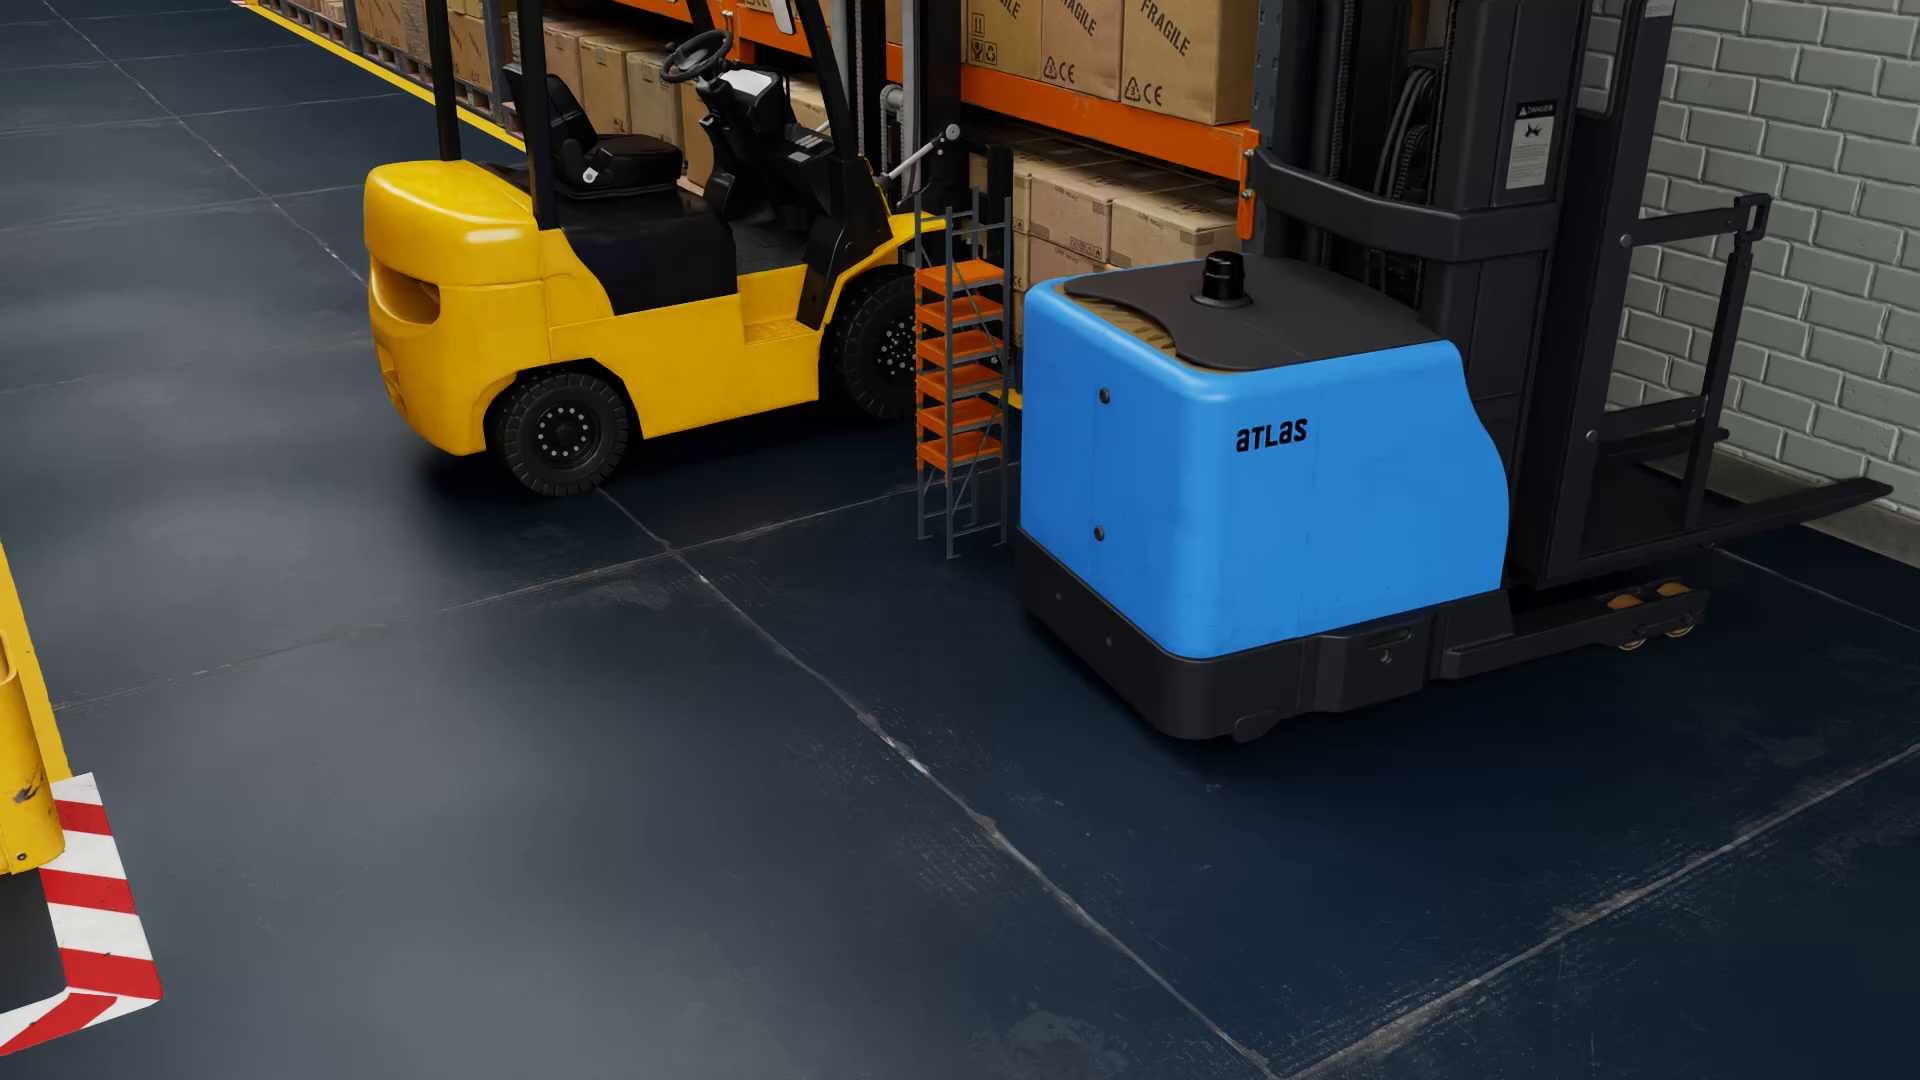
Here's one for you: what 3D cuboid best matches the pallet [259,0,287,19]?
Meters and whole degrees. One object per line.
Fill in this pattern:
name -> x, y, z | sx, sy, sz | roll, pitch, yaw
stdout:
pallet -> -6.837, -5.780, 17.747 | 1.003, 0.211, 1.213 | -16, 29, -30

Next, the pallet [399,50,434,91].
pallet -> -3.985, -3.943, 13.855 | 1.003, 0.211, 1.213 | -16, 29, -30

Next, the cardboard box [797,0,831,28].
cardboard box -> -0.442, -2.705, 7.848 | 0.500, 0.500, 0.500 | -15, 29, -29

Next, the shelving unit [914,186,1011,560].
shelving unit -> 0.008, -0.537, 5.483 | 0.258, 1.200, 0.189 | -16, 29, -30

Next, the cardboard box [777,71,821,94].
cardboard box -> -0.762, -2.214, 8.484 | 0.500, 0.250, 0.500 | -16, 30, -30

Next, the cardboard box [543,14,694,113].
cardboard box -> -2.255, -3.150, 11.199 | 0.875, 0.625, 0.625 | -14, 29, -28

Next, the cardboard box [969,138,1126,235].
cardboard box -> 0.340, -1.481, 6.931 | 0.500, 0.250, 0.500 | -15, 29, -29

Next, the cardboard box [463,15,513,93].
cardboard box -> -3.358, -3.653, 12.410 | 0.500, 0.500, 0.500 | -15, 29, -28

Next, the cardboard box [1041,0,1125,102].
cardboard box -> 0.656, -1.978, 6.310 | 0.500, 0.500, 0.500 | -15, 29, -28

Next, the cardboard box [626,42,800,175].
cardboard box -> -1.475, -2.641, 10.120 | 0.875, 0.625, 0.625 | -16, 30, -30

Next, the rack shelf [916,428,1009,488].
rack shelf -> 0.008, -0.280, 5.604 | 0.258, 0.103, 0.180 | -16, 29, -30

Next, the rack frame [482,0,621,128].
rack frame -> -2.947, -4.492, 11.752 | 1.000, 3.000, 0.127 | -16, 29, -30

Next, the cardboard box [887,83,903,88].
cardboard box -> -0.044, -2.151, 8.351 | 0.500, 0.250, 0.500 | -16, 30, -30

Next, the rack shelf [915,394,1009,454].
rack shelf -> 0.008, -0.389, 5.553 | 0.258, 0.103, 0.180 | -16, 29, -30

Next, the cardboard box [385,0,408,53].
cardboard box -> -4.487, -4.389, 13.970 | 0.500, 0.500, 0.500 | -17, 30, -31

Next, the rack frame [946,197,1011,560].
rack frame -> 0.058, -0.505, 5.414 | 0.240, 1.200, 0.006 | -16, 29, -30

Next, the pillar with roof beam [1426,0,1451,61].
pillar with roof beam -> -1.812, -3.799, 3.257 | 9.100, 9.000, 0.400 | -16, 29, -30

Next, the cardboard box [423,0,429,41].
cardboard box -> -3.910, -4.021, 13.190 | 0.500, 0.500, 0.500 | -14, 29, -27

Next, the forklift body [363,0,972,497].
forklift body -> -1.144, -1.500, 6.408 | 2.313, 2.155, 1.214 | -16, 29, -30

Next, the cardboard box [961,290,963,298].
cardboard box -> 0.067, -1.213, 7.535 | 0.500, 0.250, 0.500 | -15, 29, -28

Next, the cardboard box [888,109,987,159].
cardboard box -> -0.210, -1.853, 7.720 | 0.500, 0.250, 0.500 | -14, 29, -28

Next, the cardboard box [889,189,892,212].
cardboard box -> -0.217, -1.627, 7.826 | 0.500, 0.250, 0.500 | -16, 30, -30

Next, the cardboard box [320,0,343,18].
cardboard box -> -5.876, -5.135, 15.824 | 0.396, 0.266, 0.258 | -14, 29, -28

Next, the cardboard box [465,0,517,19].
cardboard box -> -3.429, -3.963, 12.306 | 0.380, 0.149, 0.250 | -17, 30, -32

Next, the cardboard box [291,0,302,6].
cardboard box -> -6.421, -5.645, 16.630 | 0.500, 0.500, 0.500 | -15, 29, -29

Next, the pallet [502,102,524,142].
pallet -> -2.530, -2.928, 11.704 | 1.003, 0.211, 1.213 | -16, 29, -30

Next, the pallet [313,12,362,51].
pallet -> -5.505, -4.908, 15.899 | 1.003, 0.211, 1.213 | -16, 29, -30

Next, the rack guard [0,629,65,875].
rack guard -> -2.778, 0.631, 3.828 | 1.175, 0.500, 0.348 | -16, 29, -30

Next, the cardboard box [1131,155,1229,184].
cardboard box -> 1.040, -1.423, 6.809 | 0.500, 0.250, 0.500 | -15, 29, -29

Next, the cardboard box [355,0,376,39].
cardboard box -> -5.055, -4.757, 14.749 | 0.500, 0.500, 0.500 | -14, 29, -27

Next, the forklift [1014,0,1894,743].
forklift -> 1.731, -1.184, 4.825 | 3.031, 2.935, 1.130 | -11, 27, -22

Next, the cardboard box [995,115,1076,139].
cardboard box -> 0.503, -1.789, 7.585 | 0.500, 0.250, 0.500 | -16, 30, -31

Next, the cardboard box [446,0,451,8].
cardboard box -> -3.711, -4.157, 12.719 | 0.380, 0.149, 0.250 | -17, 30, -31

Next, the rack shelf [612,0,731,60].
rack shelf -> -1.855, -3.451, 10.390 | 1.077, 0.370, 4.000 | -16, 29, -30

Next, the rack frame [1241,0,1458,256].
rack frame -> 1.420, -1.631, 5.690 | 1.000, 3.000, 0.127 | -16, 29, -30

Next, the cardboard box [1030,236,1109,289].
cardboard box -> 0.628, -1.086, 6.681 | 0.500, 0.250, 0.500 | -16, 30, -30

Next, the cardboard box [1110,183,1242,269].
cardboard box -> 0.907, -1.121, 6.169 | 0.500, 0.250, 0.500 | -14, 29, -28

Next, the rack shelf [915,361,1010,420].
rack shelf -> 0.008, -0.497, 5.502 | 0.258, 0.103, 0.180 | -16, 29, -30

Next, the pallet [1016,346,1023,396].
pallet -> 0.968, -0.633, 6.844 | 1.003, 0.211, 1.213 | -16, 29, -30

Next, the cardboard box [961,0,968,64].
cardboard box -> 0.092, -2.339, 7.074 | 0.500, 0.500, 0.500 | -15, 29, -29

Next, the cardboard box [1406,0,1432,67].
cardboard box -> 1.382, -1.918, 6.182 | 0.500, 0.500, 0.500 | -14, 29, -28
